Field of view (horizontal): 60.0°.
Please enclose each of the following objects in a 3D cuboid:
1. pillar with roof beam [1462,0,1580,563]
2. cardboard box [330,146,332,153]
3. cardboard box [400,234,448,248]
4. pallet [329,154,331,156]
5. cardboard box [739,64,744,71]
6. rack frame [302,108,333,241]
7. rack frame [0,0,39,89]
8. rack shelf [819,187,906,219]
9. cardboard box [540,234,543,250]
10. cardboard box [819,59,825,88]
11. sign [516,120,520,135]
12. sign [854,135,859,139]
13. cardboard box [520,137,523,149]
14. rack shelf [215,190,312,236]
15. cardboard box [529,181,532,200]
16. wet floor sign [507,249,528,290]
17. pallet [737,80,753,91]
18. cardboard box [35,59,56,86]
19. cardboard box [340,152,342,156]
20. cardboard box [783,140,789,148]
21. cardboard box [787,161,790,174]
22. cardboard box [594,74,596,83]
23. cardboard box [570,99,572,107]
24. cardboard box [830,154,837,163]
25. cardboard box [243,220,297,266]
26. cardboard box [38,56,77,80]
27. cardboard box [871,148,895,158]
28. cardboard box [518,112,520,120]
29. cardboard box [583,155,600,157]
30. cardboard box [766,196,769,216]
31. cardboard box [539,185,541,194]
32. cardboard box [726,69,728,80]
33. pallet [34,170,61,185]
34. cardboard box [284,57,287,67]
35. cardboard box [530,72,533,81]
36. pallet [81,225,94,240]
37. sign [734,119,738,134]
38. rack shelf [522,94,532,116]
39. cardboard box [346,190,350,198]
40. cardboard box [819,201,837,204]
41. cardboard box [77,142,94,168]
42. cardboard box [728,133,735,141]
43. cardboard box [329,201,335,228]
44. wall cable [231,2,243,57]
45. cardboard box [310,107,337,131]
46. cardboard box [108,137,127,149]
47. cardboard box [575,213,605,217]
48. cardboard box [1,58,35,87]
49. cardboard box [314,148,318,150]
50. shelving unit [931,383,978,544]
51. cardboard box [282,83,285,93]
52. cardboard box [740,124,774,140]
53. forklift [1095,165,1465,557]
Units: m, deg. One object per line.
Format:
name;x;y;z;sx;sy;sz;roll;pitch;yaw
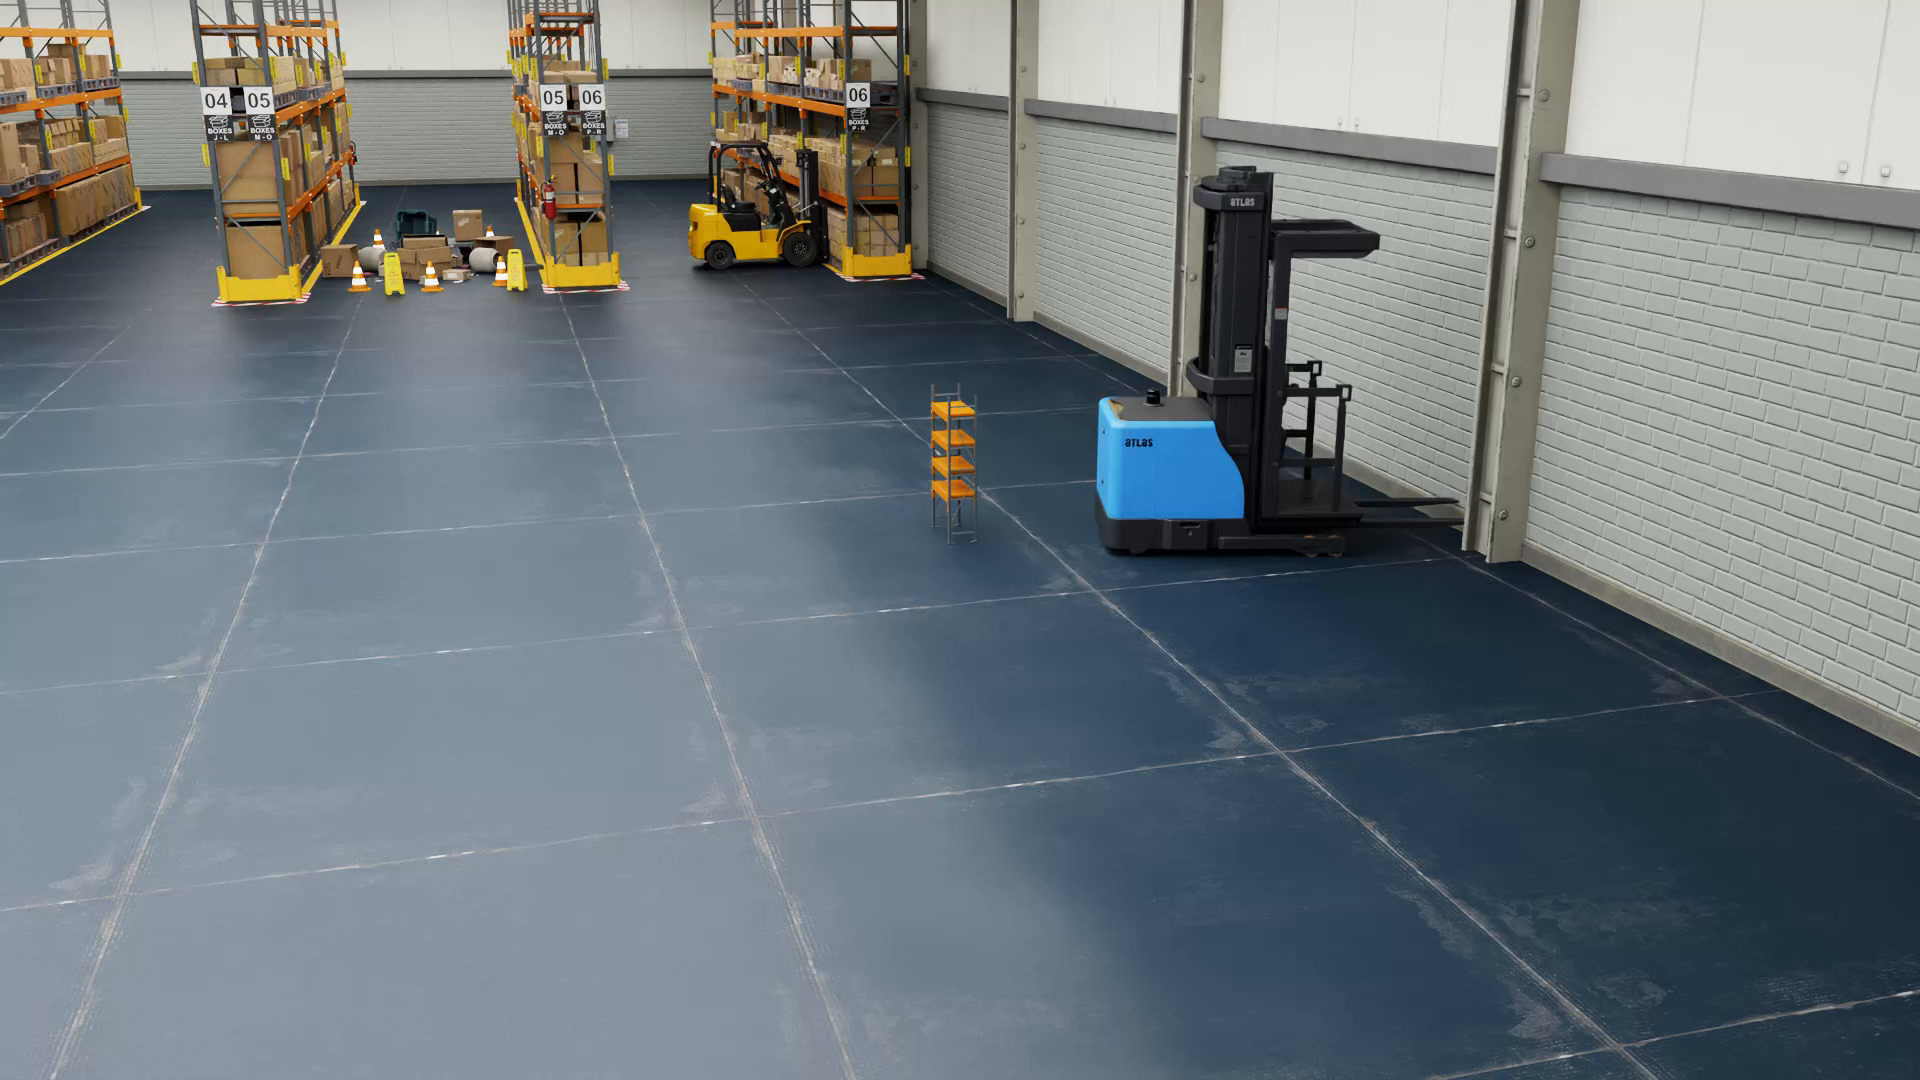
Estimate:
pillar with roof beam;0.046;-3.857;10.650;9.100;9.000;0.400;-5;17;-15
cardboard box;-13.866;-8.460;36.110;0.380;0.149;0.250;-5;17;-15
cardboard box;-9.390;-5.059;29.183;0.797;0.637;0.503;-5;17;-15
pallet;-14.167;-8.231;35.973;1.003;0.211;1.213;-5;17;-15
cardboard box;-4.807;-10.738;37.788;0.380;0.149;0.250;-5;17;-16
rack frame;-13.138;-7.439;33.004;1.000;3.000;0.127;-5;17;-15
rack frame;-17.935;-9.948;30.928;1.000;3.000;0.127;-5;17;-15
rack shelf;-1.986;-6.248;30.288;1.077;0.370;4.000;-5;17;-15
cardboard box;-7.405;-5.452;30.437;0.500;0.250;0.500;-6;18;-18
cardboard box;-2.102;-8.333;29.683;0.797;0.503;0.637;-4;17;-13
sign;-10.039;-9.373;37.800;0.100;0.325;0.005;-5;17;-15
sign;-2.003;-7.642;32.038;0.100;0.325;0.005;-5;17;-15
cardboard box;-9.656;-8.989;37.553;0.500;0.250;0.500;-5;17;-17
rack shelf;-11.489;-5.435;27.582;1.077;0.370;4.000;-5;17;-15
cardboard box;-9.822;-8.369;39.822;0.875;0.438;0.875;-5;17;-17
wet floor sign;-7.185;-4.381;26.915;0.267;0.644;0.232;1;17;4
pallet;-4.335;-10.232;37.415;1.213;0.211;1.003;-5;17;-15
cardboard box;-18.517;-9.326;33.160;0.797;0.503;0.637;-5;17;-16
cardboard box;-14.342;-8.815;38.022;0.380;0.149;0.250;-4;17;-14
cardboard box;-3.370;-7.999;33.567;0.380;0.149;0.250;-5;17;-17
cardboard box;-3.176;-7.471;33.370;0.500;0.250;0.500;-5;17;-15
cardboard box;-6.204;-7.601;27.378;0.380;0.149;0.250;-5;17;-15
cardboard box;-6.353;-7.361;27.965;0.380;0.149;0.250;-5;18;-17
cardboard box;-2.088;-6.756;29.428;0.380;0.149;0.250;-5;18;-17
cardboard box;-11.433;-4.835;27.299;0.875;0.875;0.875;-5;17;-16
cardboard box;-19.307;-10.127;35.659;0.700;0.500;0.500;-6;18;-19
cardboard box;-1.323;-6.650;28.558;0.380;0.149;0.250;-5;17;-16
cardboard box;-9.901;-9.600;38.287;0.500;0.500;0.500;-5;17;-16
cardboard box;-6.506;-6.413;28.896;0.500;0.500;0.500;-5;17;-16
cardboard box;-3.958;-7.356;36.342;0.500;0.500;0.500;-4;17;-14
cardboard box;-7.187;-6.165;29.197;0.380;0.149;0.250;-5;17;-15
cardboard box;-5.390;-11.265;40.269;0.500;0.250;0.500;-4;17;-14
pallet;-17.637;-6.794;31.191;1.213;0.211;1.003;-5;17;-15
cardboard box;-11.286;-7.855;27.320;0.380;0.149;0.250;-5;17;-16
cardboard box;-7.325;-8.119;29.104;0.380;0.149;0.250;-5;17;-16
pallet;-18.411;-6.300;34.060;1.003;0.211;1.213;-5;17;-15
sign;-5.254;-9.728;39.119;0.100;0.325;0.005;-5;17;-15
rack shelf;-7.857;-8.397;32.230;1.077;0.370;4.000;-5;17;-15
cardboard box;-14.463;-8.075;38.828;0.380;0.149;0.250;-5;17;-15
cardboard box;-2.574;-6.208;31.216;0.500;0.250;0.500;-5;17;-15
cardboard box;-18.643;-8.122;35.102;0.500;0.500;0.500;-5;17;-15
cardboard box;-5.385;-9.827;40.697;0.500;0.250;0.500;-5;17;-16
cardboard box;-13.087;-6.659;34.021;0.500;0.500;0.500;-5;18;-18
wall cable;-18.373;-15.538;43.946;2.277;5.999;0.120;-5;17;-15
cardboard box;-14.127;-9.359;36.966;0.500;0.500;0.500;-4;17;-14
cardboard box;-19.745;-9.245;38.761;0.500;0.250;0.500;-5;17;-16
cardboard box;-6.449;-5.424;29.042;0.500;0.500;0.500;-4;17;-14
cardboard box;-17.563;-8.687;30.900;0.500;0.500;0.500;-4;17;-14
cardboard box;-13.078;-7.812;33.434;0.380;0.149;0.250;-4;17;-13
shelving unit;-0.046;-0.620;13.432;0.258;1.200;0.503;-5;17;-15
cardboard box;-11.072;-7.261;26.729;0.380;0.149;0.250;-5;17;-16
cardboard box;-4.674;-9.313;38.337;0.700;0.500;0.500;-5;17;-15
forklift;2.646;-1.424;13.097;3.031;2.935;1.130;0;17;-1
